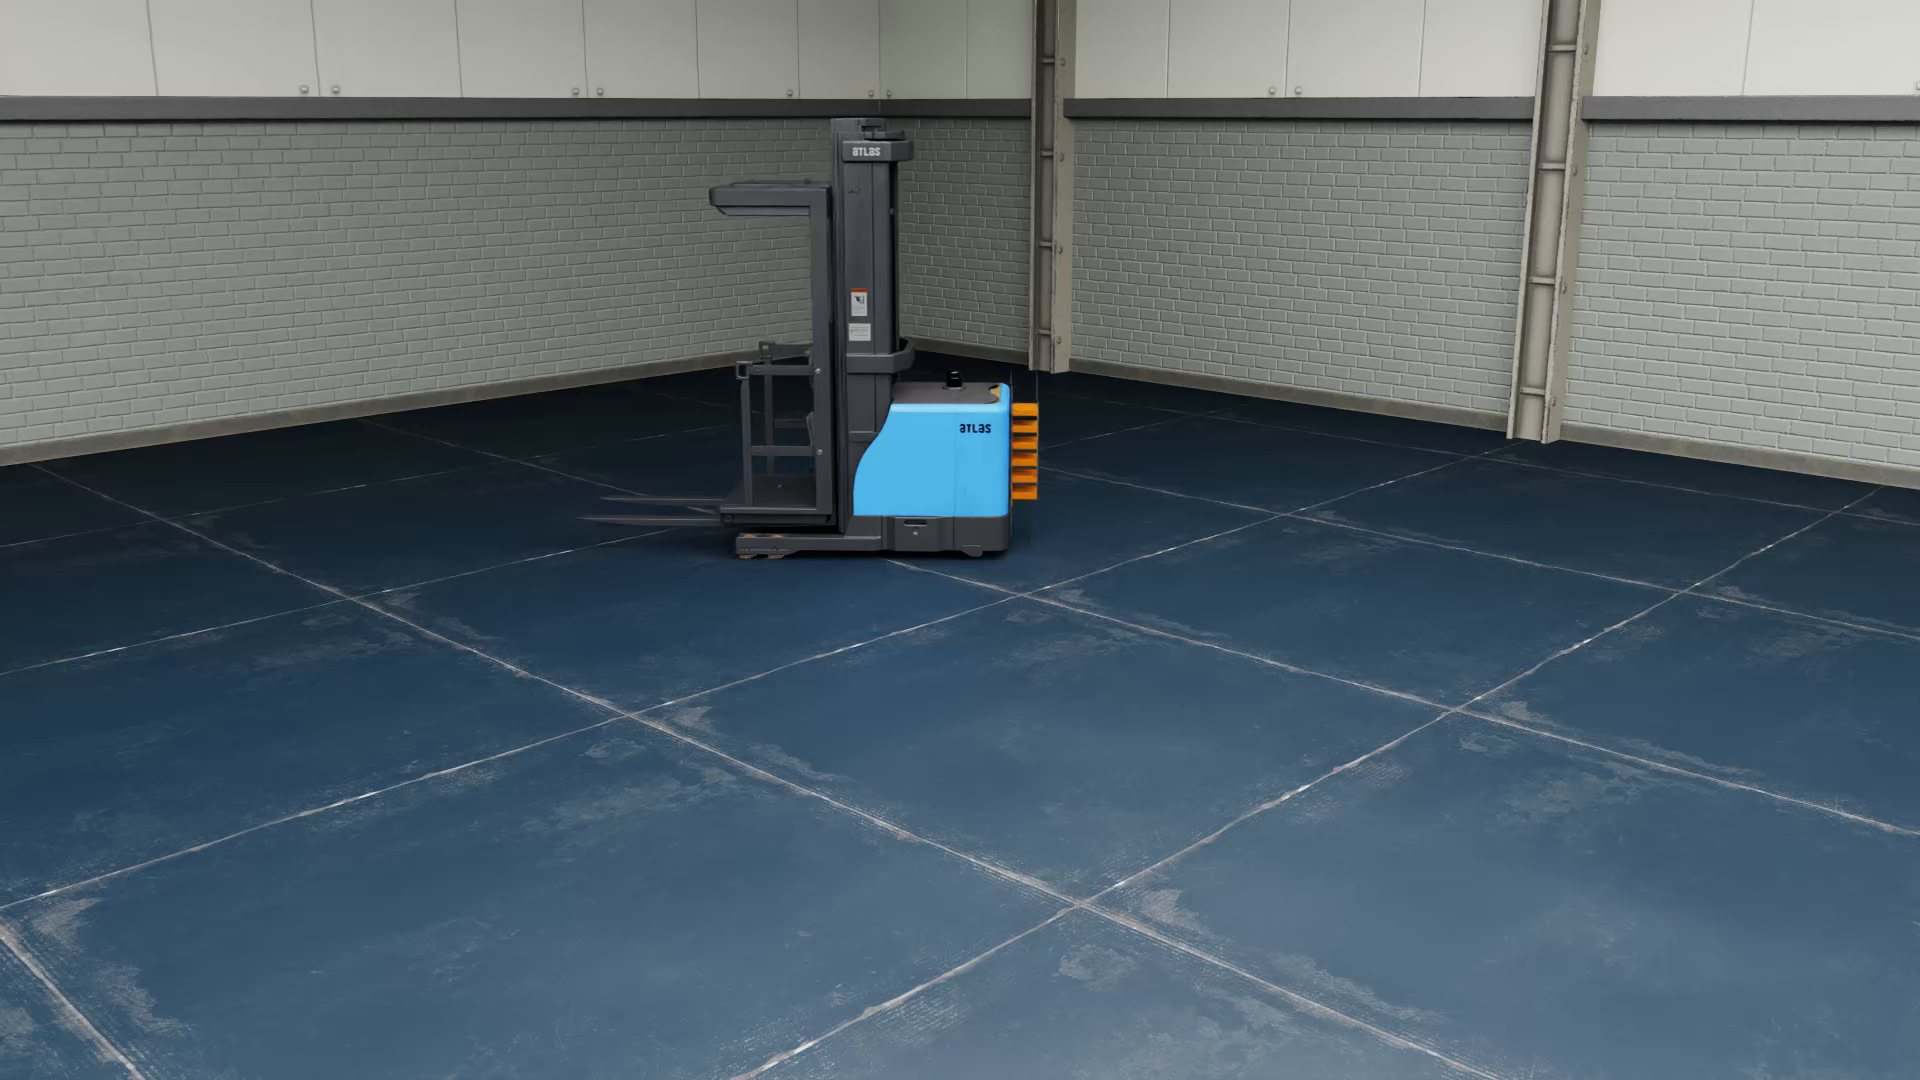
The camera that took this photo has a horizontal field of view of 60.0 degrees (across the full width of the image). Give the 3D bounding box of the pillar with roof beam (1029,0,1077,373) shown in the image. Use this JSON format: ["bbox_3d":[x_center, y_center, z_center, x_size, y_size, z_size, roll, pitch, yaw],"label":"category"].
[{"bbox_3d":[-1.933,-5.576,15.483,0.400,9.000,9.100,14,20,42],"label":"pillar with roof beam"}]

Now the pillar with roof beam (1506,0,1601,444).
[{"bbox_3d":[2.386,-4.525,11.453,0.400,9.000,9.100,14,20,42],"label":"pillar with roof beam"}]

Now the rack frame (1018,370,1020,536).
[{"bbox_3d":[0.419,-0.596,11.839,0.006,1.200,0.240,1,15,2],"label":"rack frame"}]

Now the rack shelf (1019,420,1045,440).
[{"bbox_3d":[0.510,-0.784,11.786,0.180,0.103,0.258,1,15,2],"label":"rack shelf"}]

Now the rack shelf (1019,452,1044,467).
[{"bbox_3d":[0.510,-0.552,11.846,0.180,0.103,0.258,1,15,2],"label":"rack shelf"}]

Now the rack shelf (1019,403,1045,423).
[{"bbox_3d":[0.510,-0.900,11.755,0.180,0.103,0.258,1,15,2],"label":"rack shelf"}]

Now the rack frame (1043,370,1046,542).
[{"bbox_3d":[0.601,-0.594,11.831,0.006,1.200,0.240,1,15,2],"label":"rack frame"}]

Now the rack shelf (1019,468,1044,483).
[{"bbox_3d":[0.510,-0.436,11.876,0.180,0.103,0.258,1,15,2],"label":"rack shelf"}]

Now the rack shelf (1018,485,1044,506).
[{"bbox_3d":[0.510,-0.319,11.907,0.180,0.103,0.258,1,15,2],"label":"rack shelf"}]

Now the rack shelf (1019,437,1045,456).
[{"bbox_3d":[0.510,-0.668,11.816,0.180,0.103,0.258,1,15,2],"label":"rack shelf"}]

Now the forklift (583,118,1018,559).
[{"bbox_3d":[-1.106,-1.419,11.566,3.031,2.935,1.130,1,15,2],"label":"forklift"}]

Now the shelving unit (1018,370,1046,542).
[{"bbox_3d":[0.510,-0.595,11.835,0.189,1.200,0.258,1,15,2],"label":"shelving unit"}]
